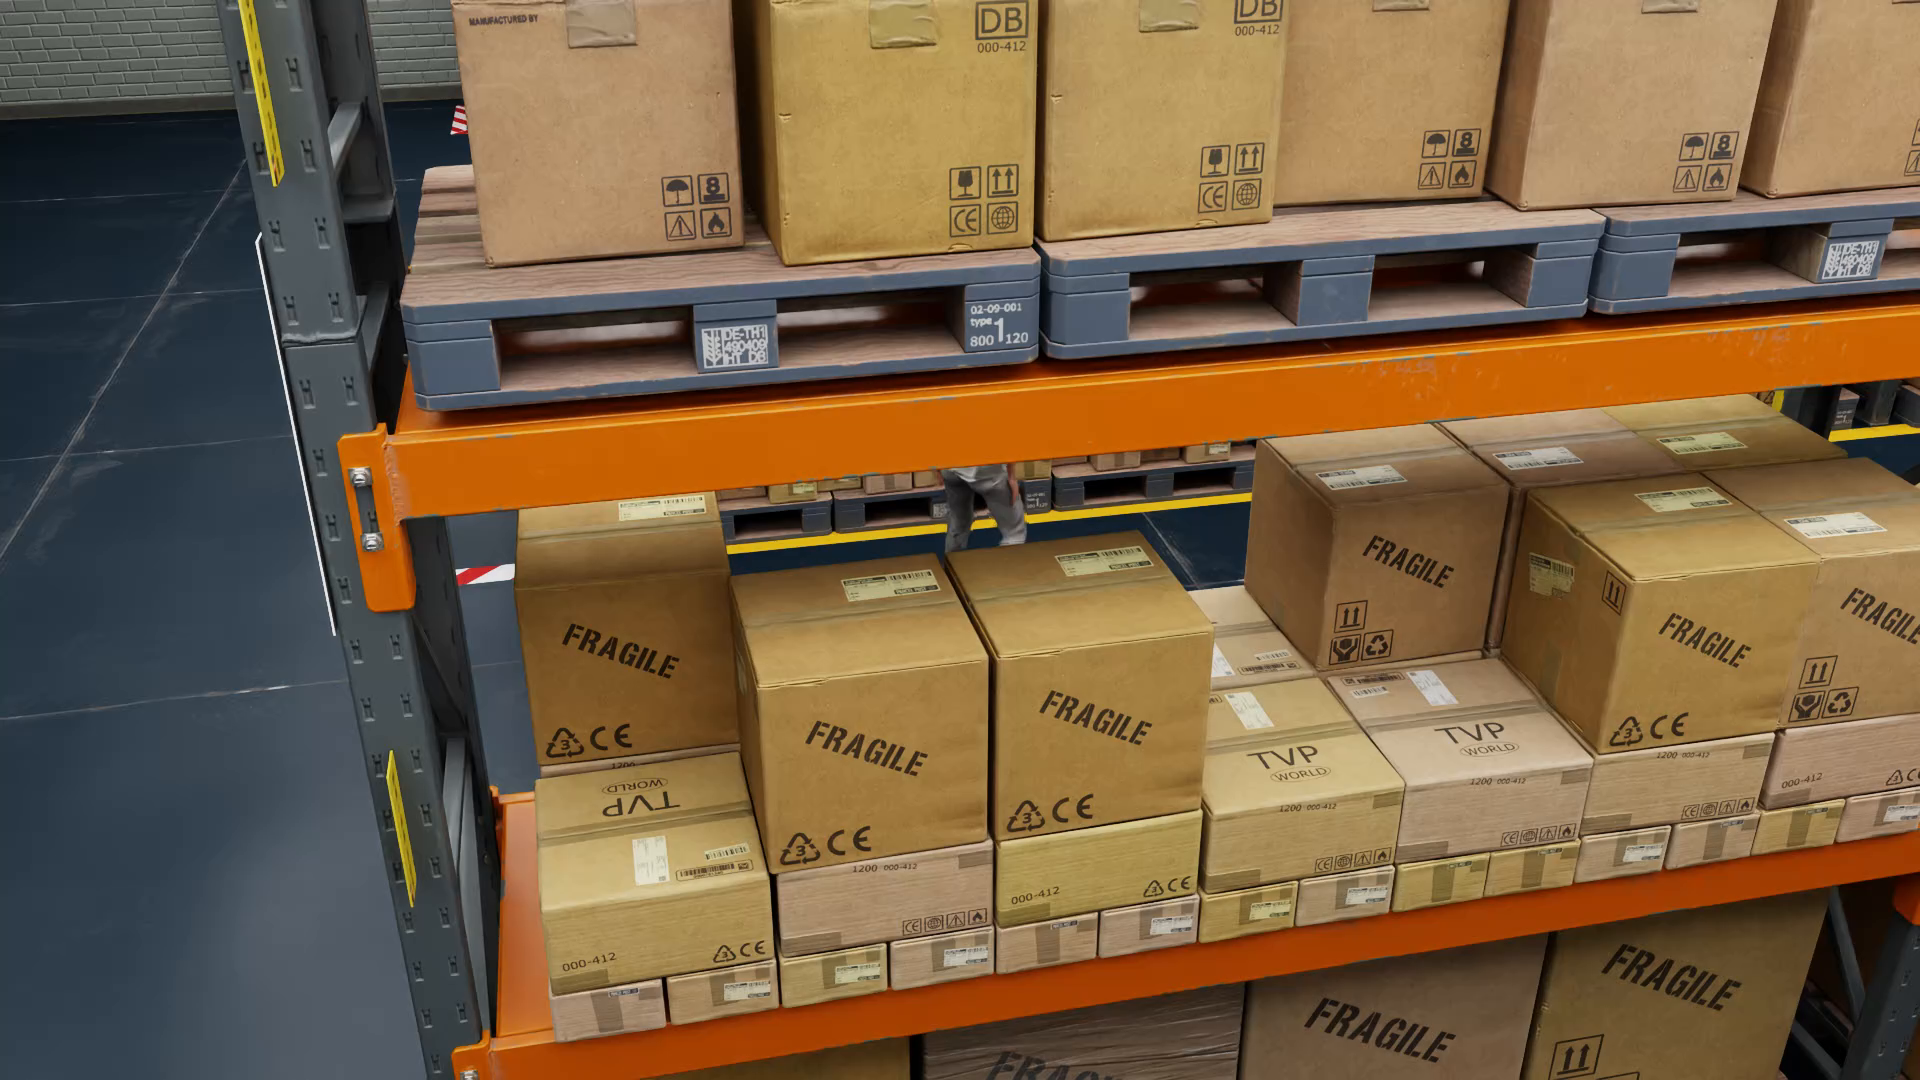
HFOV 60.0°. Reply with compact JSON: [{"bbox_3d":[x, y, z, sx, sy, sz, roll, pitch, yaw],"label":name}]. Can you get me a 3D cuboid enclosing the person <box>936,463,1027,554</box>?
[{"bbox_3d":[0.092,-0.329,7.771,0.625,1.571,0.629,19,33,32],"label":"person"}]
